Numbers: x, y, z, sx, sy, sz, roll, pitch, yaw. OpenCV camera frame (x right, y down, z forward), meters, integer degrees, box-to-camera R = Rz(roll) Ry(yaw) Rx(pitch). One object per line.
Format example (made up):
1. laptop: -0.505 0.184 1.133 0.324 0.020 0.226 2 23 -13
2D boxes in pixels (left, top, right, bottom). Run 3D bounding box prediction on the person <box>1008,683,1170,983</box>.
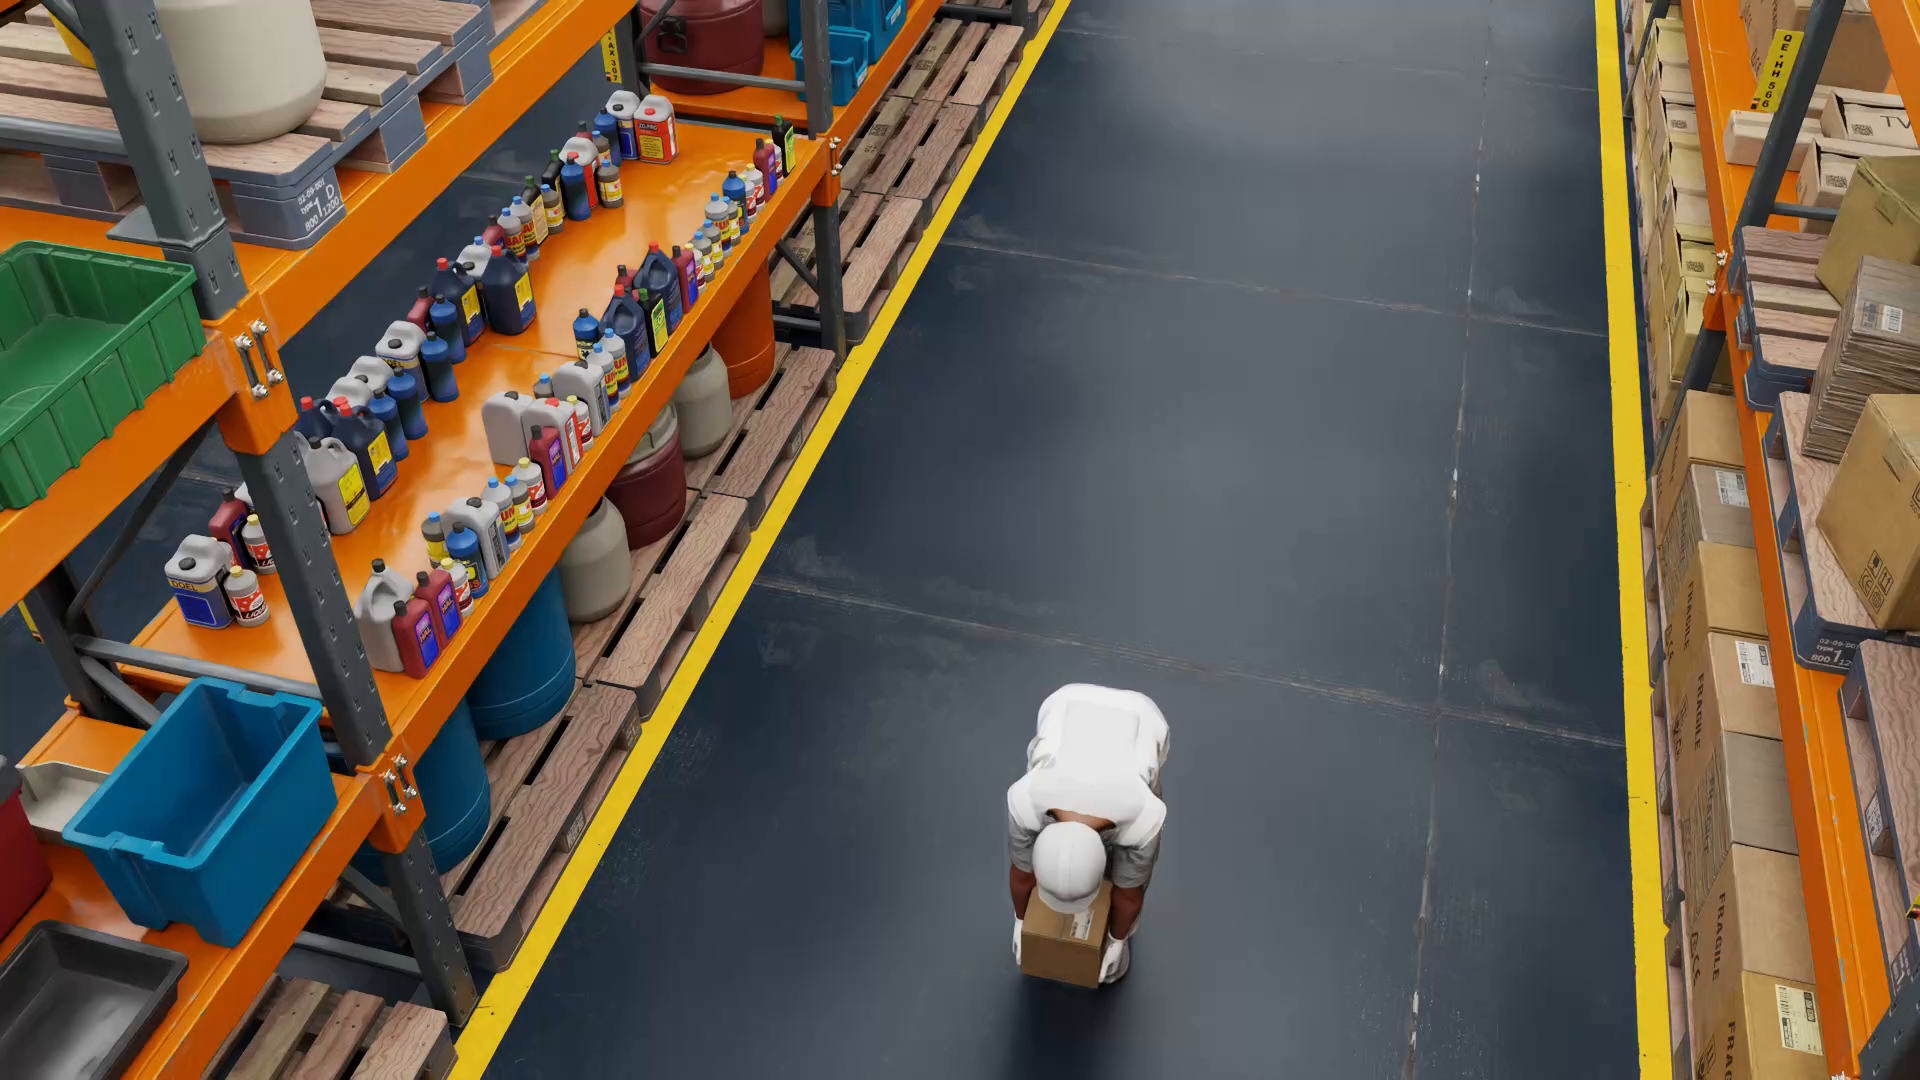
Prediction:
1. person: 0.396 1.061 5.332 0.482 1.225 0.969 9 41 10
